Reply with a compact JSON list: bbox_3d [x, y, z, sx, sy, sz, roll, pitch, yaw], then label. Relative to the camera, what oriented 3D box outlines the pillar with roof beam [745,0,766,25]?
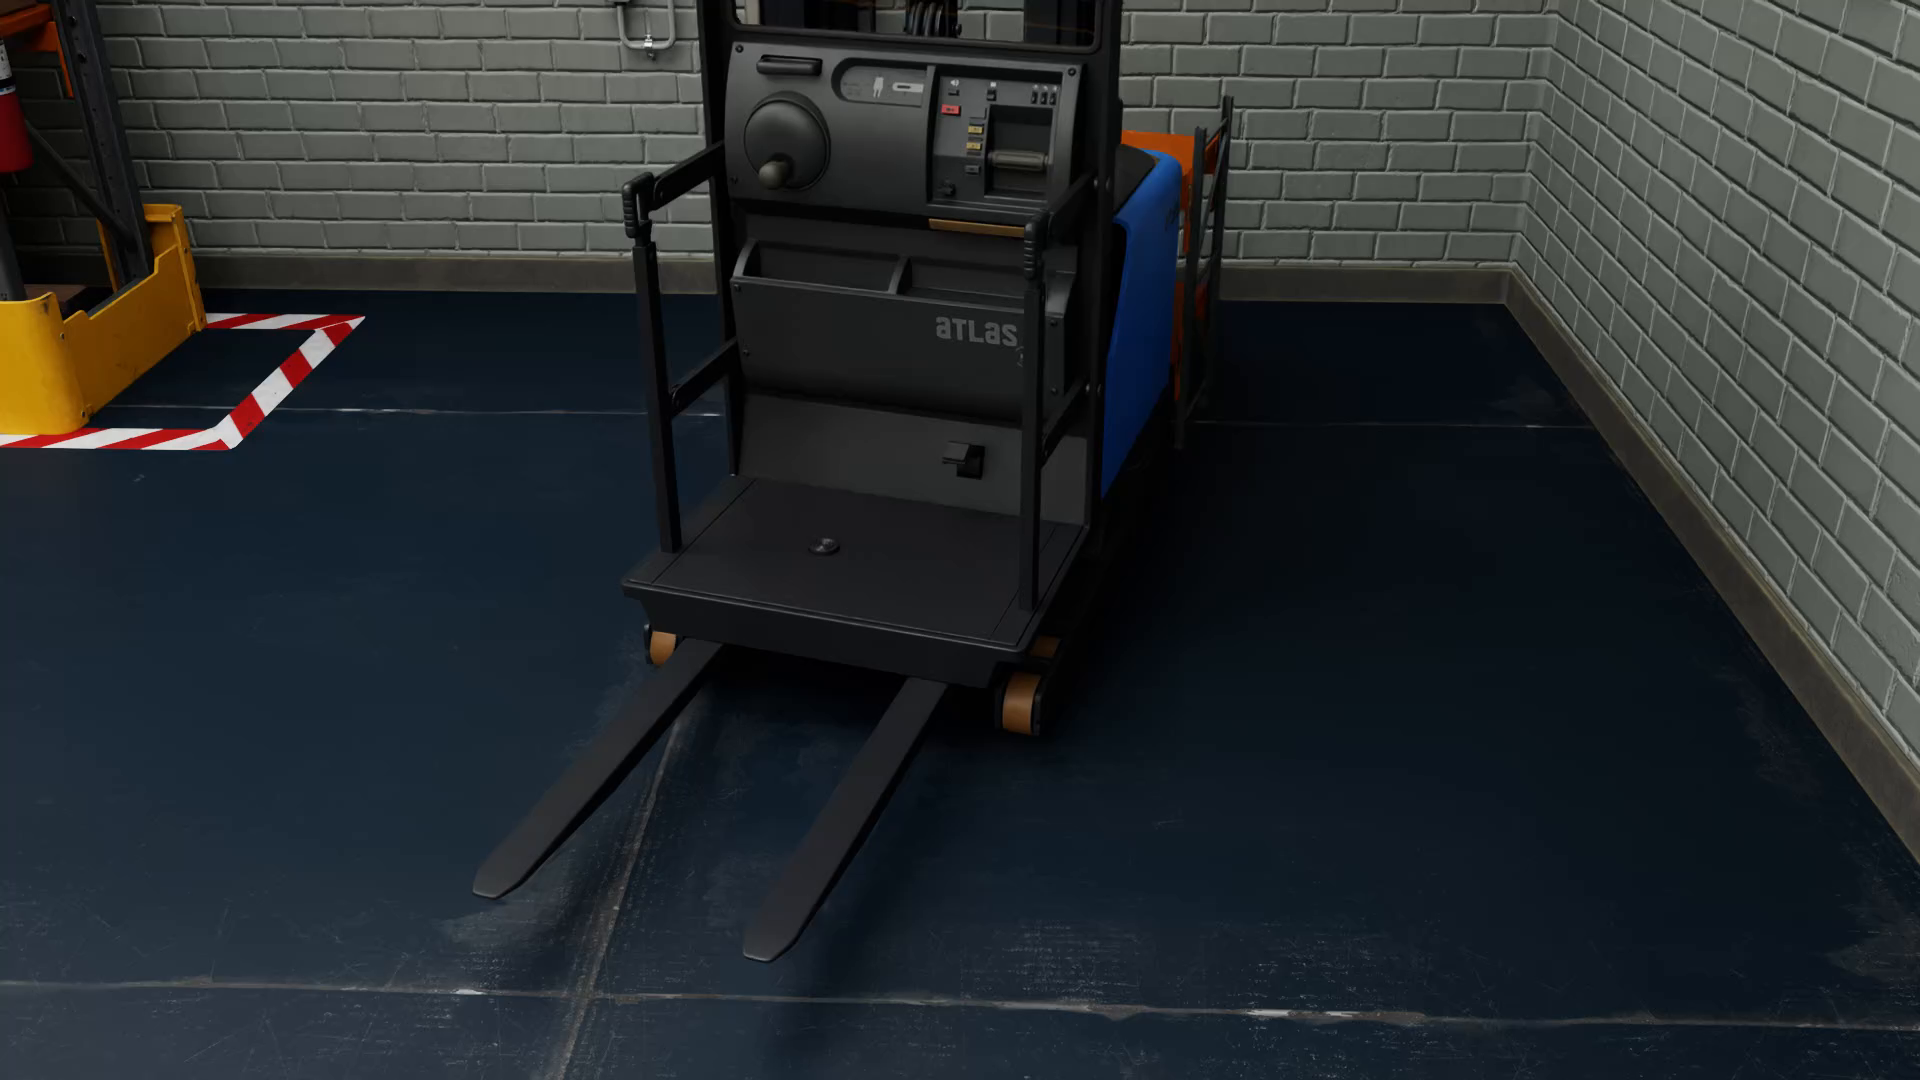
[{"bbox_3d":[-0.779,-2.972,1.249,0.400,9.000,9.100,1,28,2],"label":"pillar with roof beam"}]

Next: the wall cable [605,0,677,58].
[{"bbox_3d":[-2.043,-2.847,6.333,1.851,1.984,0.084,1,28,2],"label":"wall cable"}]

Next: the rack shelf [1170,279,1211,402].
[{"bbox_3d":[0.369,-0.791,6.063,1.000,0.278,0.538,9,29,17],"label":"rack shelf"}]

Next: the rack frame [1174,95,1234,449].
[{"bbox_3d":[0.850,-0.929,5.802,0.032,1.125,0.500,9,29,17],"label":"rack frame"}]

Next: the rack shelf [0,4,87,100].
[{"bbox_3d":[-5.355,-1.692,6.007,4.000,0.370,1.077,1,28,2],"label":"rack shelf"}]

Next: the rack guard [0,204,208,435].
[{"bbox_3d":[-3.332,-0.872,6.360,0.348,0.500,1.175,1,28,2],"label":"rack guard"}]

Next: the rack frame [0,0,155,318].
[{"bbox_3d":[-3.356,-1.976,5.776,0.127,3.000,1.000,1,28,2],"label":"rack frame"}]

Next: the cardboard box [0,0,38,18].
[{"bbox_3d":[-3.866,-2.113,5.713,0.700,0.700,0.980,2,28,4],"label":"cardboard box"}]

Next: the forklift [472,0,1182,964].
[{"bbox_3d":[-0.219,-1.001,4.009,1.130,2.935,3.031,9,29,16],"label":"forklift"}]

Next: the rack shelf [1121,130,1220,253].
[{"bbox_3d":[0.370,-1.266,5.812,1.000,0.278,0.538,9,29,17],"label":"rack shelf"}]

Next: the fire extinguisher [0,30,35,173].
[{"bbox_3d":[-3.222,-1.559,5.469,0.183,0.674,0.296,1,28,2],"label":"fire extinguisher"}]

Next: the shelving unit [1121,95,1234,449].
[{"bbox_3d":[0.369,-1.007,5.949,1.048,1.125,0.538,9,29,17],"label":"shelving unit"}]

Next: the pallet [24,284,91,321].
[{"bbox_3d":[-4.158,-0.721,6.385,1.213,0.211,1.003,1,28,2],"label":"pallet"}]
